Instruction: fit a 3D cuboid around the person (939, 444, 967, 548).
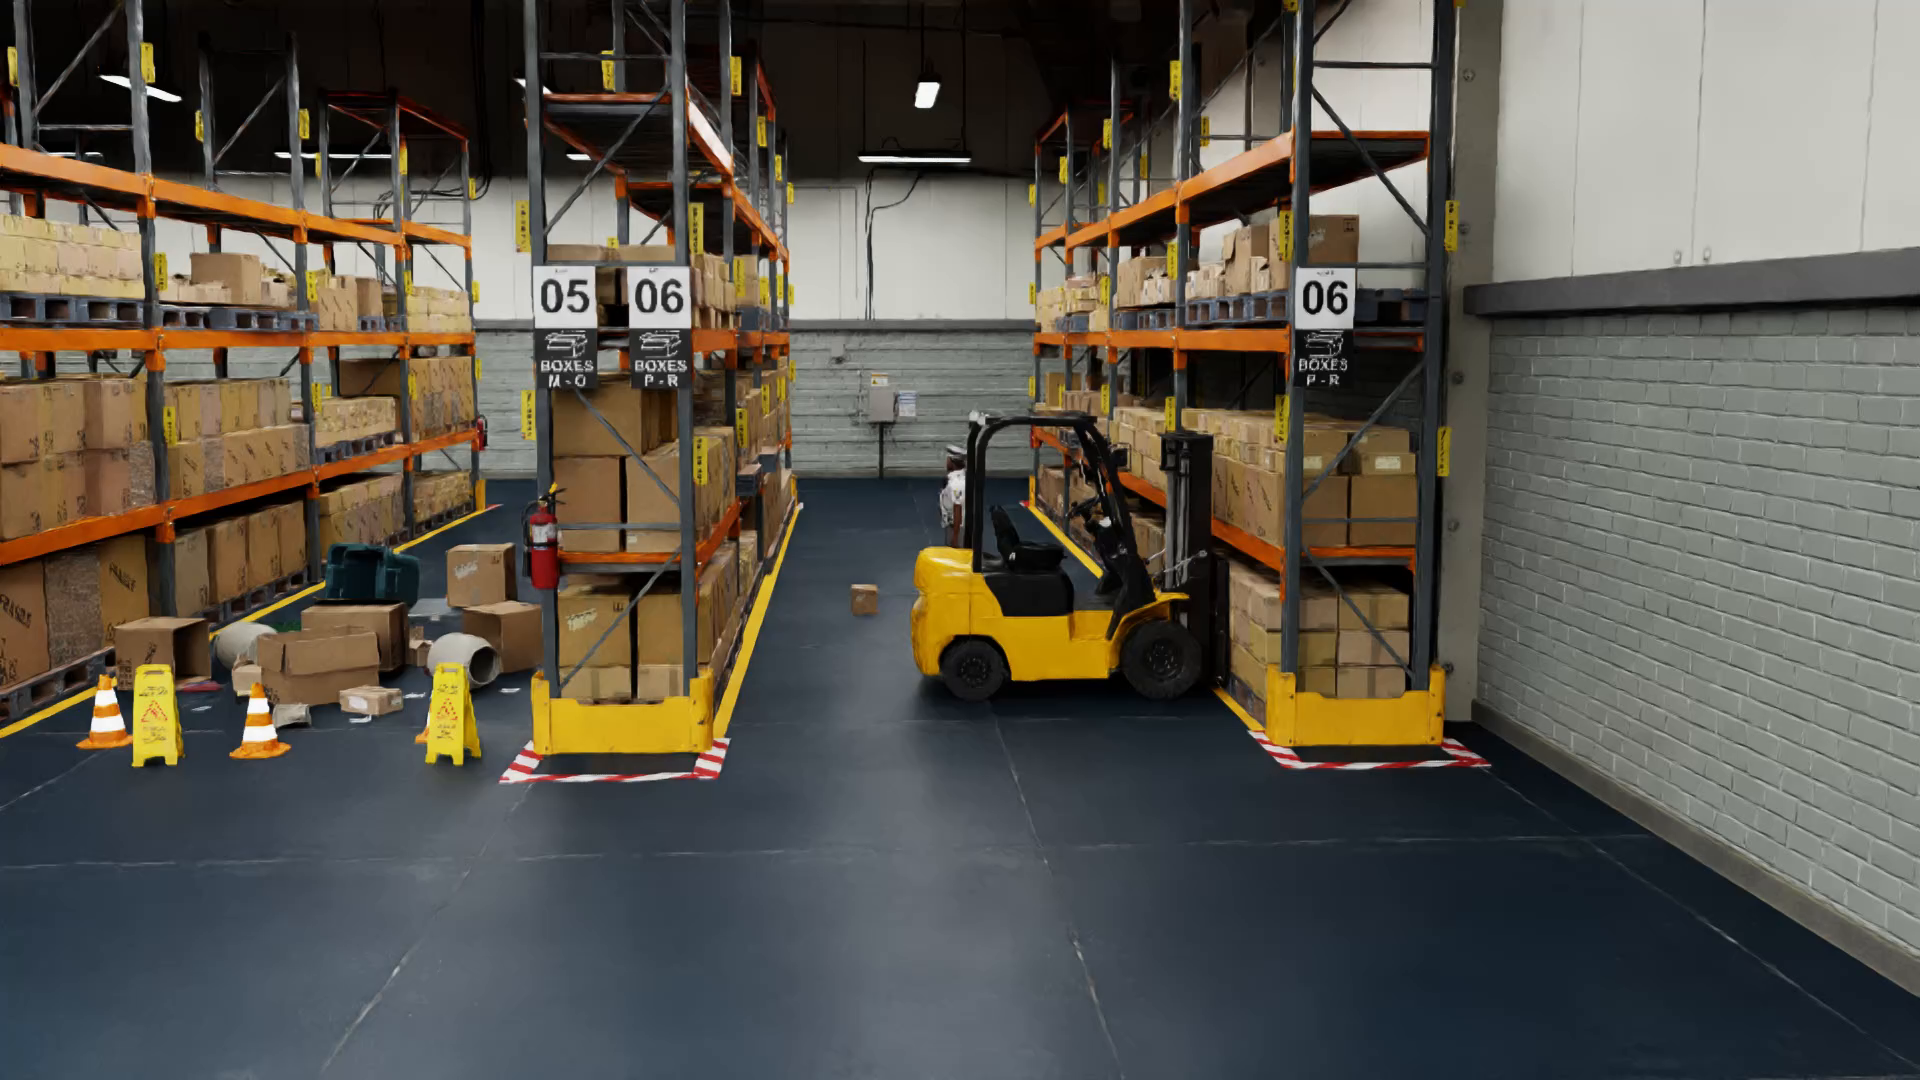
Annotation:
[{"bbox_3d":[-0.039,-0.419,16.238,0.319,1.024,0.563,0,7,1],"label":"person"}]
